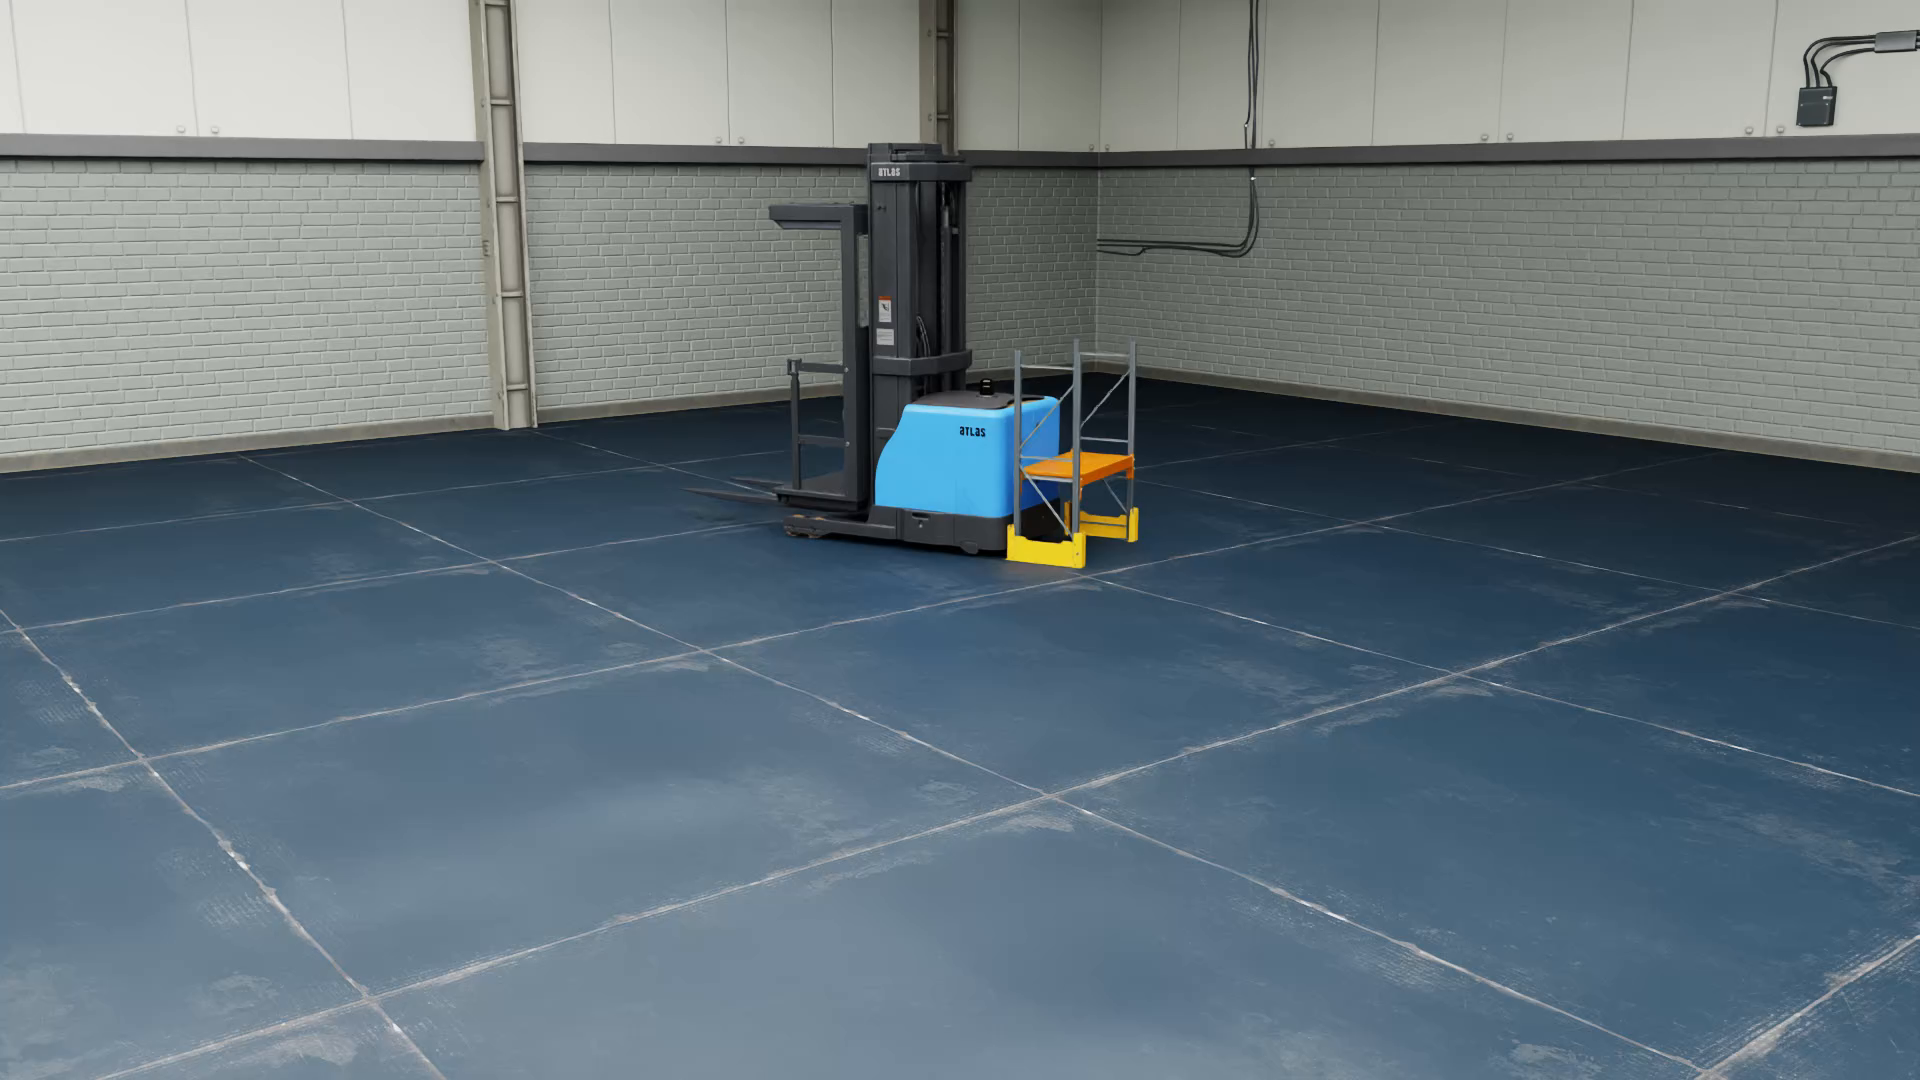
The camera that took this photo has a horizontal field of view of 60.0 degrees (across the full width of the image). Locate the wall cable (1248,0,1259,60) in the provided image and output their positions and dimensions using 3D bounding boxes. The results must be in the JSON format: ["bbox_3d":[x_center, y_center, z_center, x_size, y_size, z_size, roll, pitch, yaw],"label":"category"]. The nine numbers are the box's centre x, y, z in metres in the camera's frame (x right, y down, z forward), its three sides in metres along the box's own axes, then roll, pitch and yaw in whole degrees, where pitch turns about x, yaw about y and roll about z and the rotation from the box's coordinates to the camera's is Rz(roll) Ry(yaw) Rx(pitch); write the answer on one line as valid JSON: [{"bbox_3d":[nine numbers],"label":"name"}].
[{"bbox_3d":[4.540,-7.122,19.819,0.112,2.526,3.097,-9,15,-38],"label":"wall cable"}]

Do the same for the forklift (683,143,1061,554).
[{"bbox_3d":[-0.769,-1.530,12.776,3.031,2.935,1.130,7,14,29],"label":"forklift"}]

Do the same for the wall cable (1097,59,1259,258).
[{"bbox_3d":[2.850,-5.090,22.410,0.112,2.526,3.097,-9,15,-38],"label":"wall cable"}]

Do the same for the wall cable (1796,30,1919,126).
[{"bbox_3d":[8.768,-6.731,14.473,0.169,6.003,2.305,-9,15,-38],"label":"wall cable"}]

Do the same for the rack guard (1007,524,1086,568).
[{"bbox_3d":[0.612,0.043,11.825,0.587,0.250,0.087,6,13,27],"label":"rack guard"}]

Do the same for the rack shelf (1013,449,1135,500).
[{"bbox_3d":[0.847,-0.486,12.172,0.538,0.185,1.000,6,13,27],"label":"rack shelf"}]

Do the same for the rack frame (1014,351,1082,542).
[{"bbox_3d":[0.611,-0.568,11.694,0.500,1.500,0.032,6,13,27],"label":"rack frame"}]

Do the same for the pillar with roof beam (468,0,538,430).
[{"bbox_3d":[-2.273,-4.964,14.343,0.400,9.000,9.100,-9,15,-38],"label":"pillar with roof beam"}]

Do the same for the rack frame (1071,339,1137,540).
[{"bbox_3d":[1.083,-0.755,12.575,0.500,1.500,0.032,6,13,27],"label":"rack frame"}]

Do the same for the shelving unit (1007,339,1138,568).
[{"bbox_3d":[0.843,-0.660,12.126,0.587,1.500,1.083,6,13,27],"label":"shelving unit"}]

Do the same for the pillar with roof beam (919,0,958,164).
[{"bbox_3d":[2.413,-5.743,18.009,0.400,9.000,9.100,-9,15,-38],"label":"pillar with roof beam"}]

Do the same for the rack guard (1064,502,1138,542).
[{"bbox_3d":[1.074,-0.140,12.688,0.587,0.250,0.087,6,13,27],"label":"rack guard"}]
